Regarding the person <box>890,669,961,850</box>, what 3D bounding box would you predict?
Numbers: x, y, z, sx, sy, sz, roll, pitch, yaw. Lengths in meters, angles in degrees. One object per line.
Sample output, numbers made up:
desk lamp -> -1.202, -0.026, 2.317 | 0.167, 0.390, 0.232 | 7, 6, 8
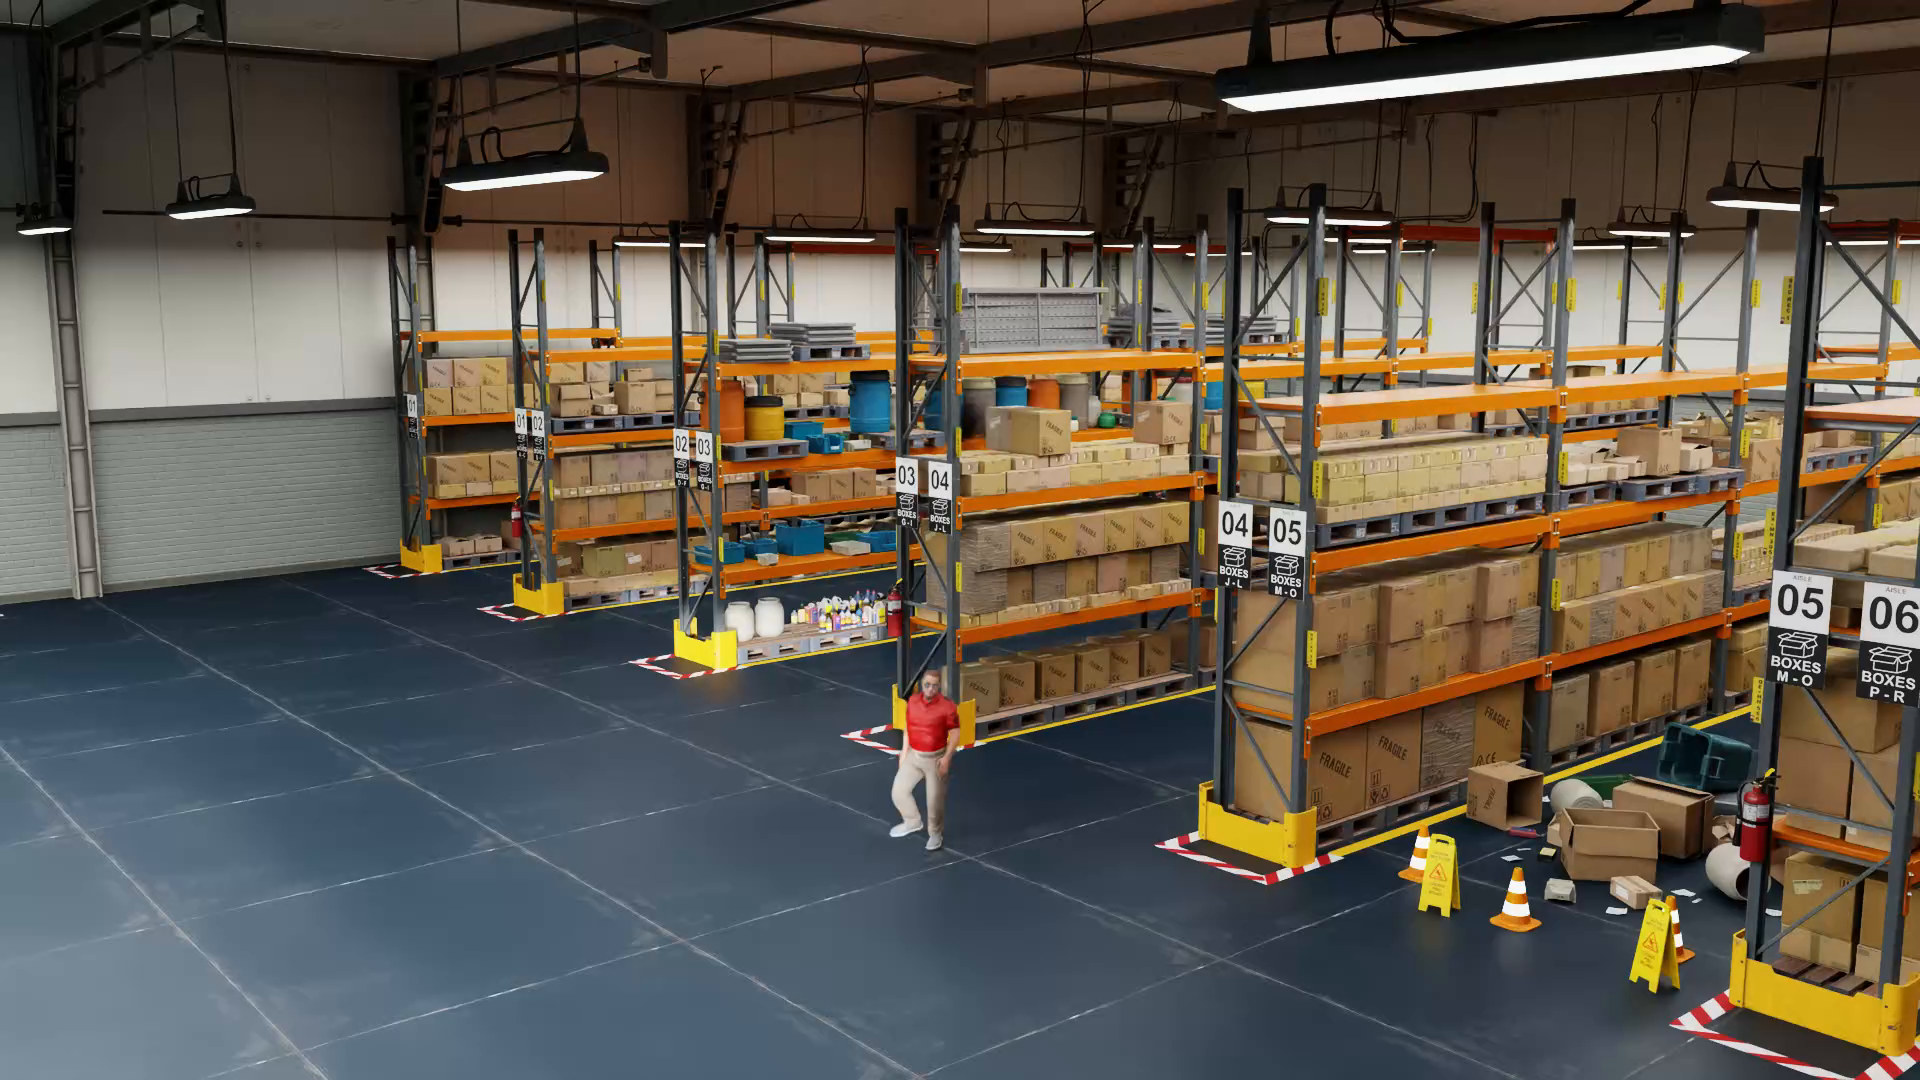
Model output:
person -> -0.362, 2.009, 15.214 | 0.787, 1.699, 0.602 | 4, 10, 23

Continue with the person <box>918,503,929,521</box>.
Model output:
person -> -0.835, -0.779, 33.695 | 0.606, 1.574, 0.738 | 7, 11, 39
